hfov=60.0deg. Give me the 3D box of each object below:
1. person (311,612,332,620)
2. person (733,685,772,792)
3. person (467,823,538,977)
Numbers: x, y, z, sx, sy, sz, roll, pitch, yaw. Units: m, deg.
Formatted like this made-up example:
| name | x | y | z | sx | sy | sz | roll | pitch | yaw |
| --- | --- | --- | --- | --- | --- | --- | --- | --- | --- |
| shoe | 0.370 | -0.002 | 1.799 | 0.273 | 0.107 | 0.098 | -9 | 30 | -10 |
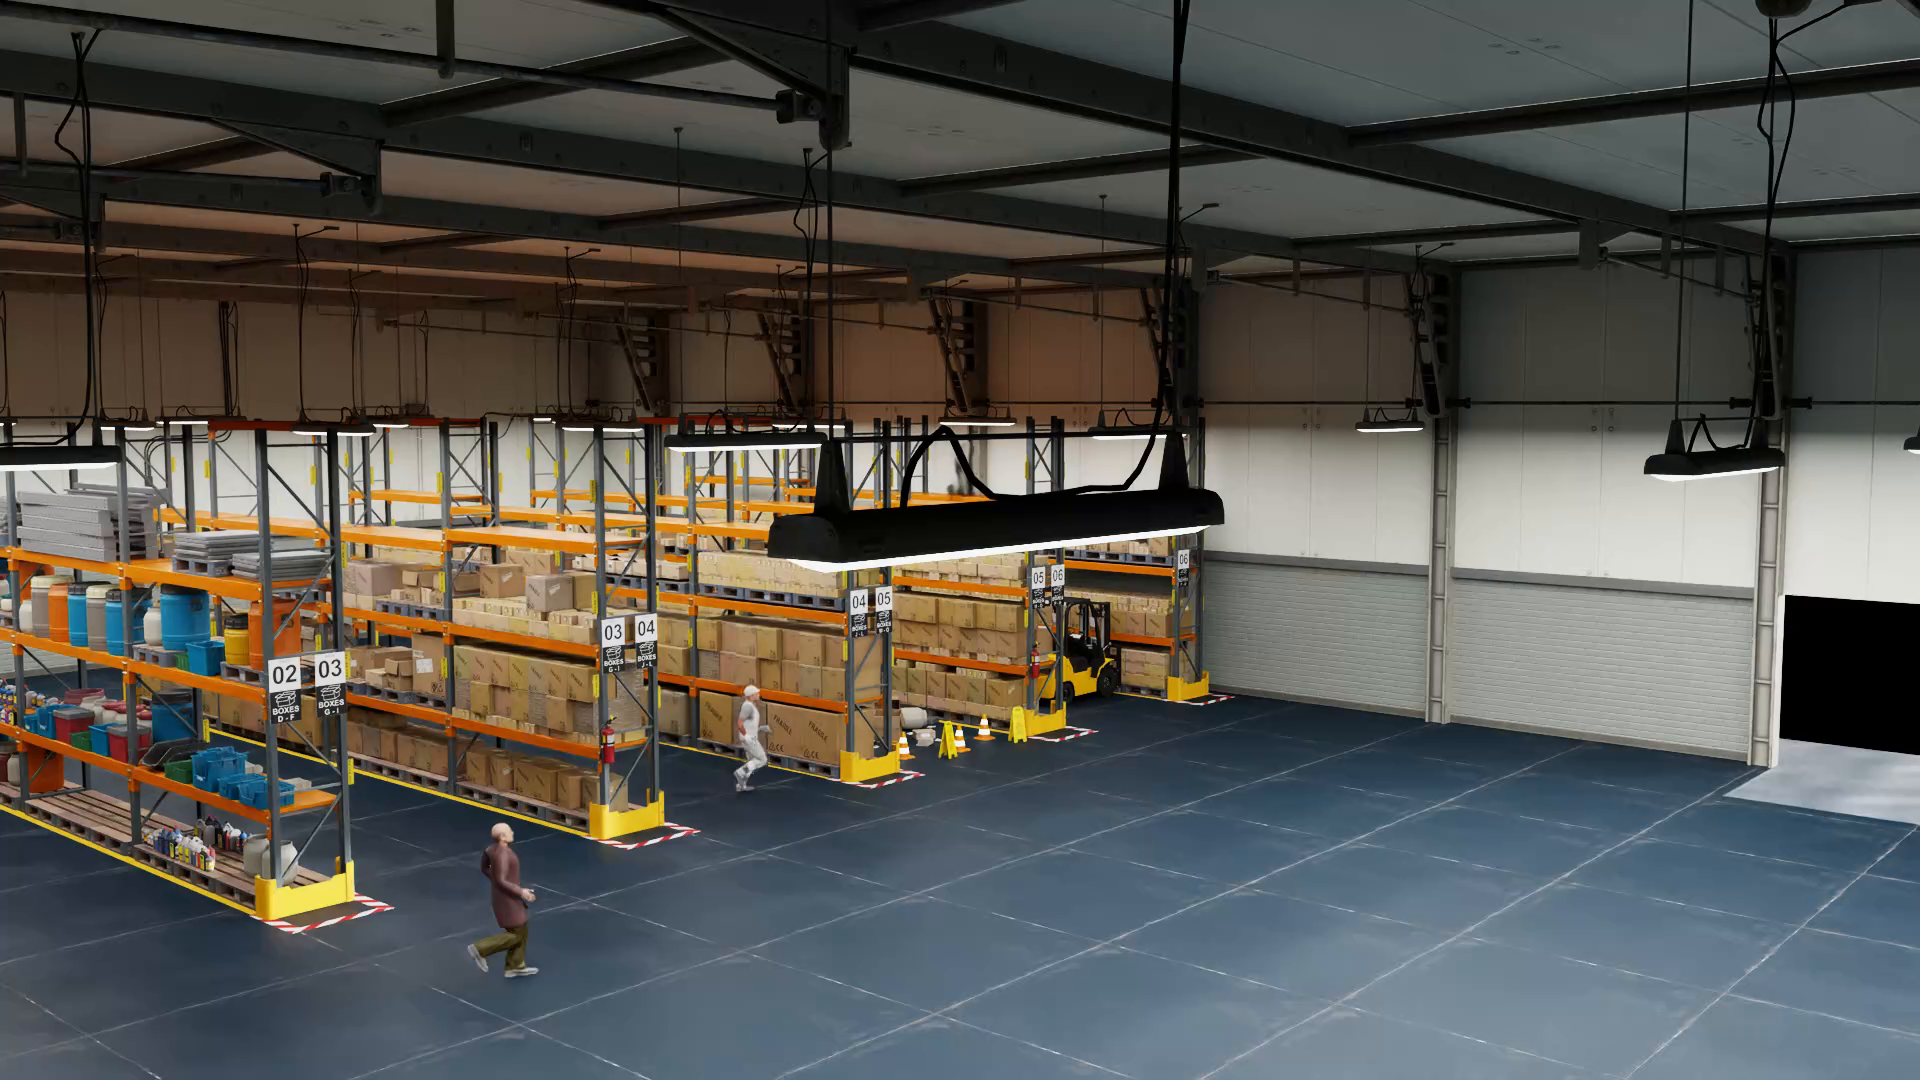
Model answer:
| name | x | y | z | sx | sy | sz | roll | pitch | yaw |
| --- | --- | --- | --- | --- | --- | --- | --- | --- | --- |
| person | -14.764 | 2.288 | 38.386 | 0.721 | 1.731 | 0.559 | 2 | 5 | 21 |
| person | -3.363 | 3.221 | 26.984 | 0.633 | 1.732 | 0.670 | 0 | 5 | -6 |
| person | -5.023 | 3.955 | 18.199 | 0.779 | 1.742 | 0.721 | -2 | 5 | -26 |
